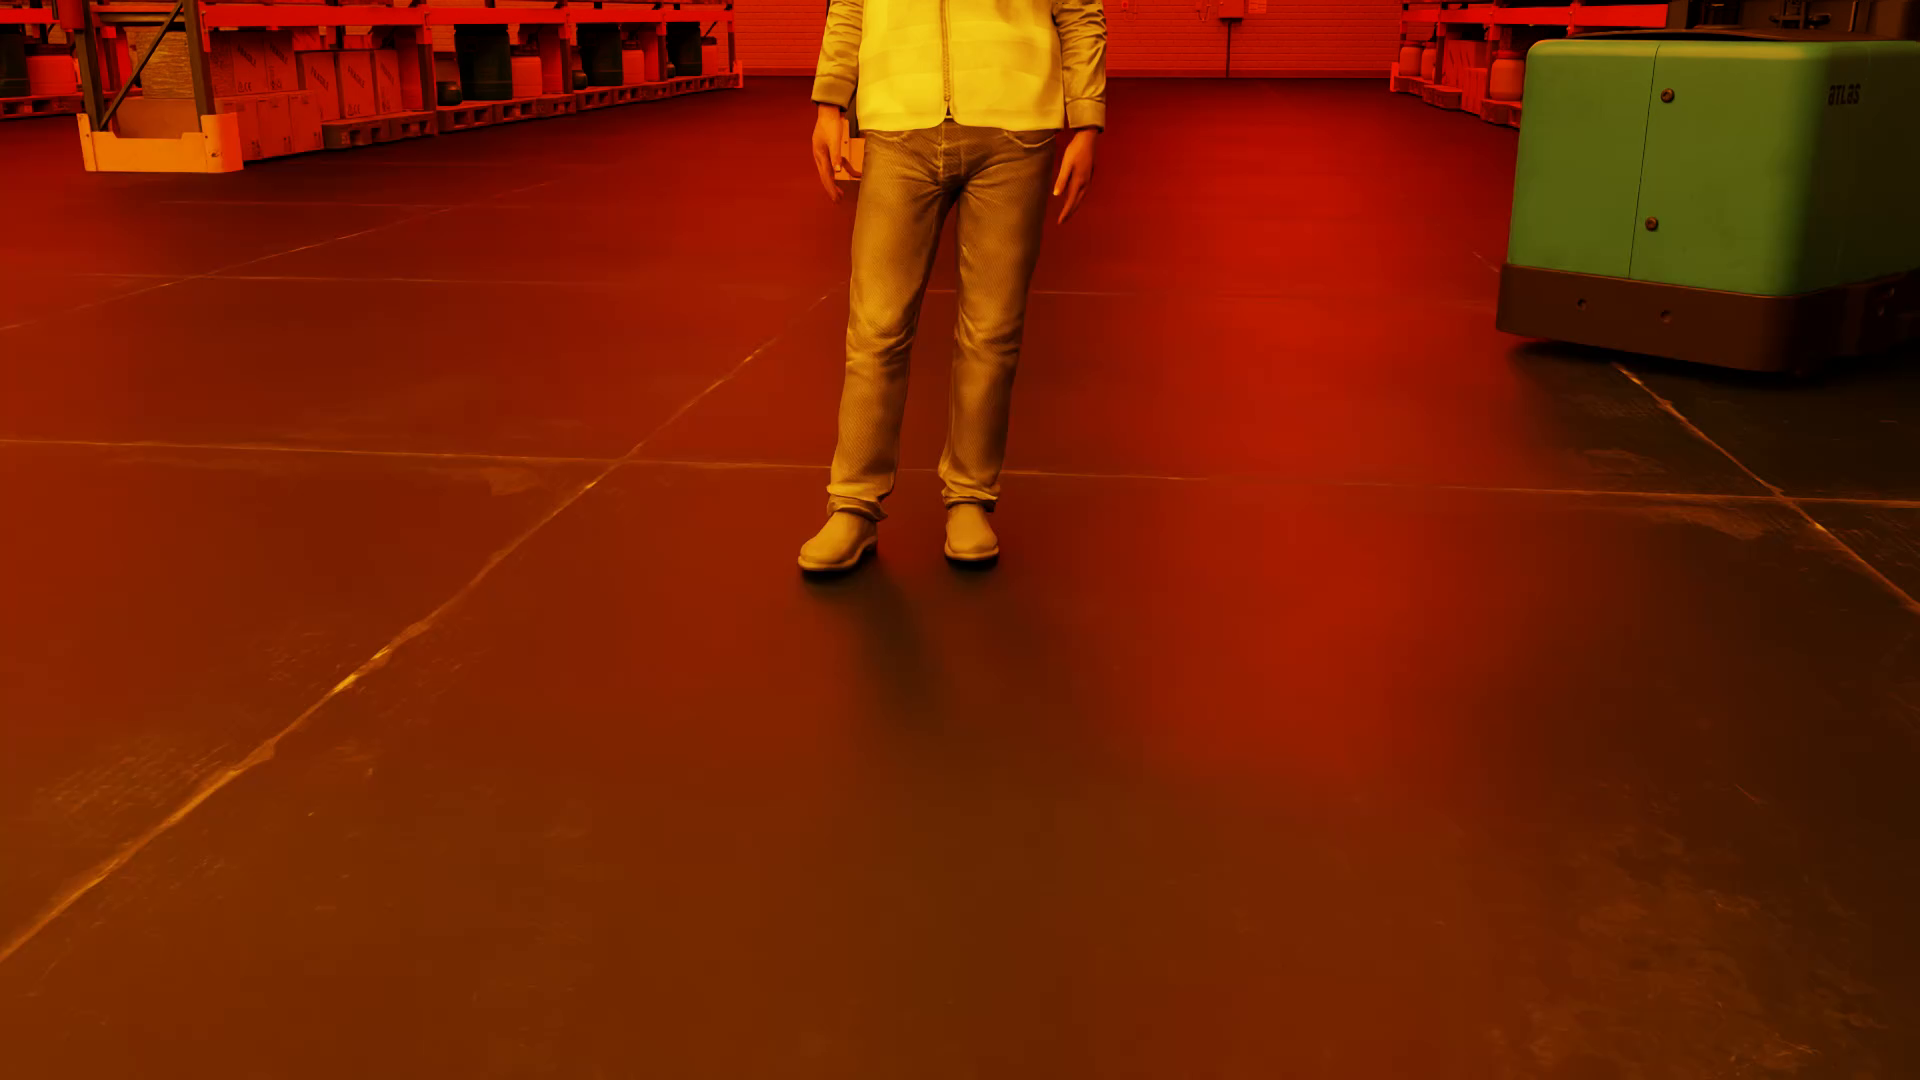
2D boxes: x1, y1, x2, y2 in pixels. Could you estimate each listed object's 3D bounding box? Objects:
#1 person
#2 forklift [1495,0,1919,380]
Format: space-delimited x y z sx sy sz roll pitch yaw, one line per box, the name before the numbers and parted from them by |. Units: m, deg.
person | -0.015 -0.834 3.498 0.633 1.775 0.566 2 18 7
forklift | 3.392 -2.259 6.118 3.031 2.935 1.130 -14 22 -37
